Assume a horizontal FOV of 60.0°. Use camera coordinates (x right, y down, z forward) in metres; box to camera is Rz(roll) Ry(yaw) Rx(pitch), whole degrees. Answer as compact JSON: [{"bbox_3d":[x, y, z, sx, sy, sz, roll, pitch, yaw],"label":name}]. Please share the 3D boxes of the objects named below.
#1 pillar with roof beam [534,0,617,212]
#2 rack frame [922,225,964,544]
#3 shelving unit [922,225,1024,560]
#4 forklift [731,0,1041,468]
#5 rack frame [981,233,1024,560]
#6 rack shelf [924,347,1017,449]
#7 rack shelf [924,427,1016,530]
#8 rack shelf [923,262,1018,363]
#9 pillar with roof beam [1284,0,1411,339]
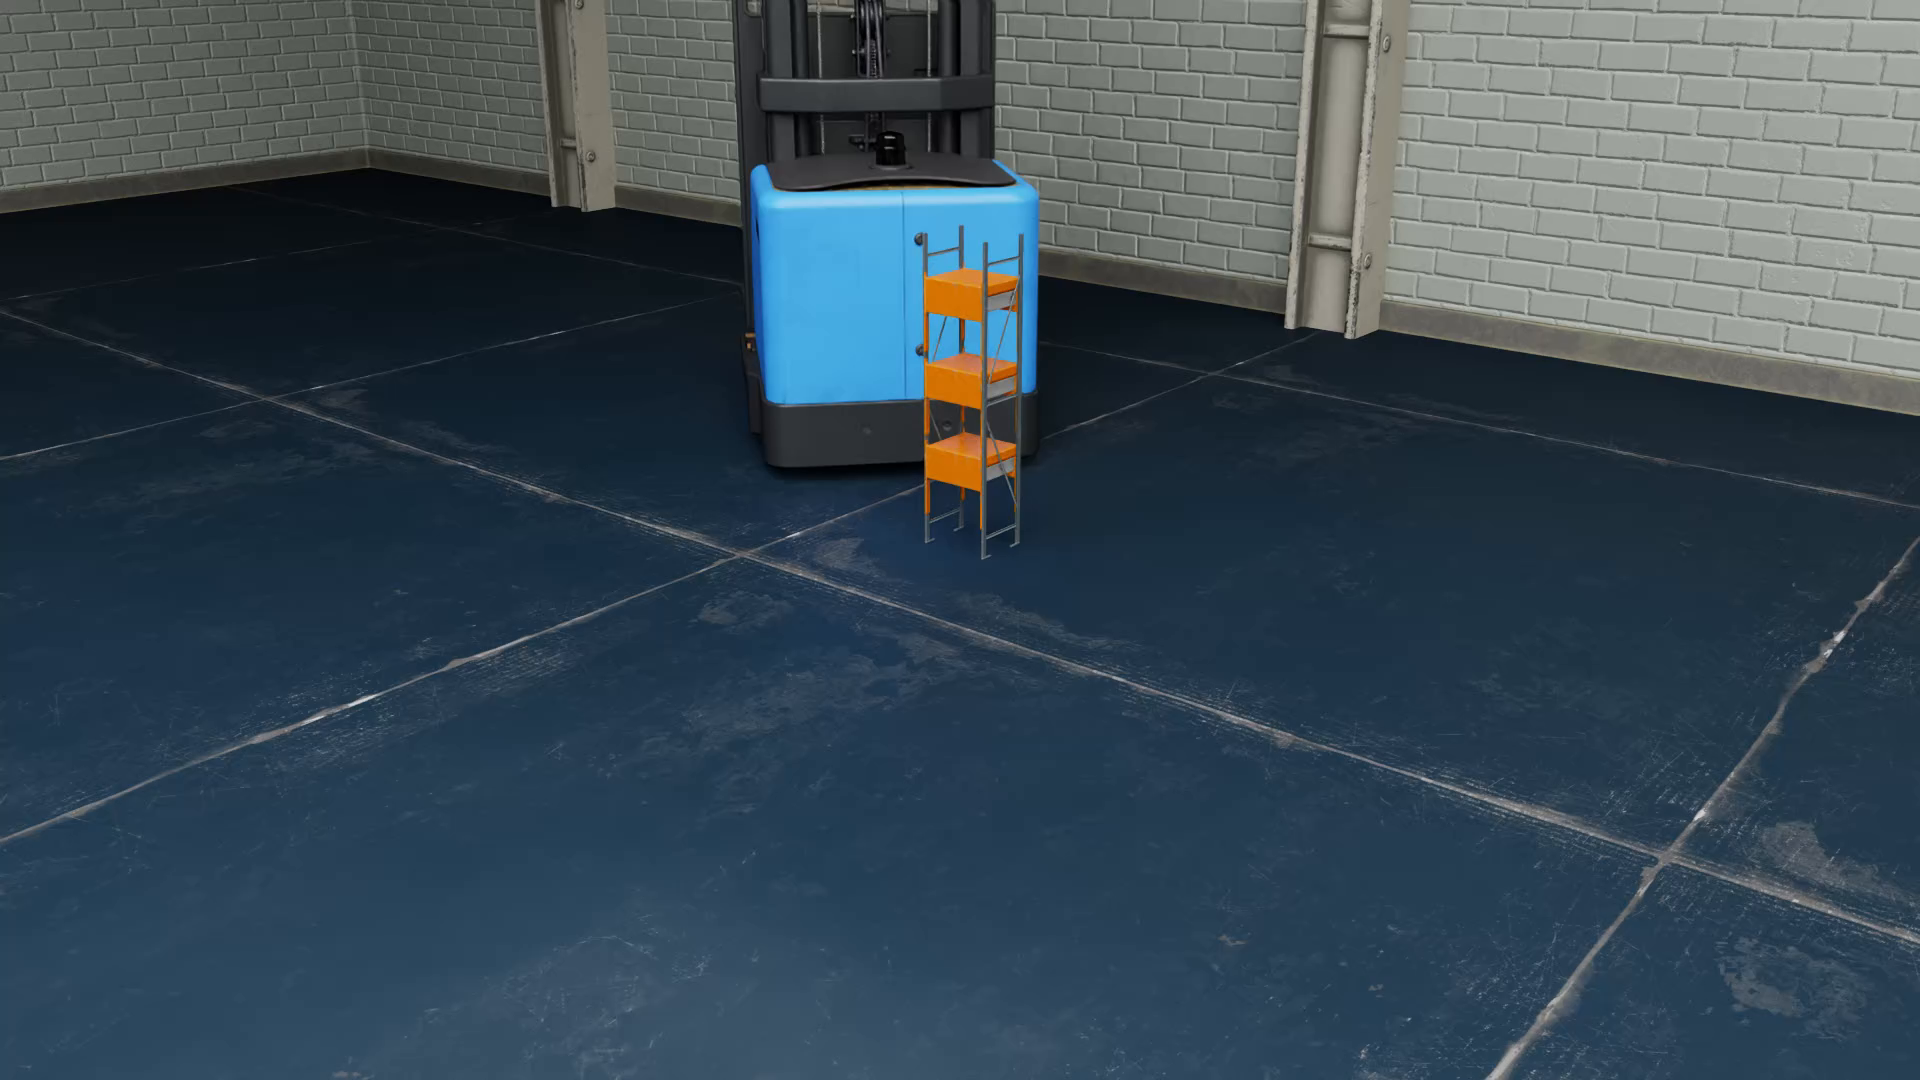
[{"bbox_3d":[-5.453,-5.465,7.408,0.400,9.000,9.100,16,26,36],"label":"pillar with roof beam"},{"bbox_3d":[-0.053,-0.507,5.523,0.008,1.050,0.200,16,26,36],"label":"rack frame"},{"bbox_3d":[0.041,-0.479,5.451,0.252,1.050,0.215,16,26,36],"label":"shelving unit"},{"bbox_3d":[-0.433,-2.123,7.143,1.130,2.935,3.031,-3,21,-8],"label":"forklift"},{"bbox_3d":[0.136,-0.452,5.379,0.008,1.050,0.200,16,26,36],"label":"rack frame"},{"bbox_3d":[0.041,-0.469,5.455,0.240,0.259,0.215,16,26,36],"label":"rack shelf"},{"bbox_3d":[0.041,-0.209,5.553,0.240,0.259,0.215,16,26,36],"label":"rack shelf"},{"bbox_3d":[0.041,-0.735,5.355,0.240,0.259,0.215,16,26,36],"label":"rack shelf"},{"bbox_3d":[-0.805,-4.127,3.858,0.400,9.000,9.100,16,26,36],"label":"pillar with roof beam"}]
